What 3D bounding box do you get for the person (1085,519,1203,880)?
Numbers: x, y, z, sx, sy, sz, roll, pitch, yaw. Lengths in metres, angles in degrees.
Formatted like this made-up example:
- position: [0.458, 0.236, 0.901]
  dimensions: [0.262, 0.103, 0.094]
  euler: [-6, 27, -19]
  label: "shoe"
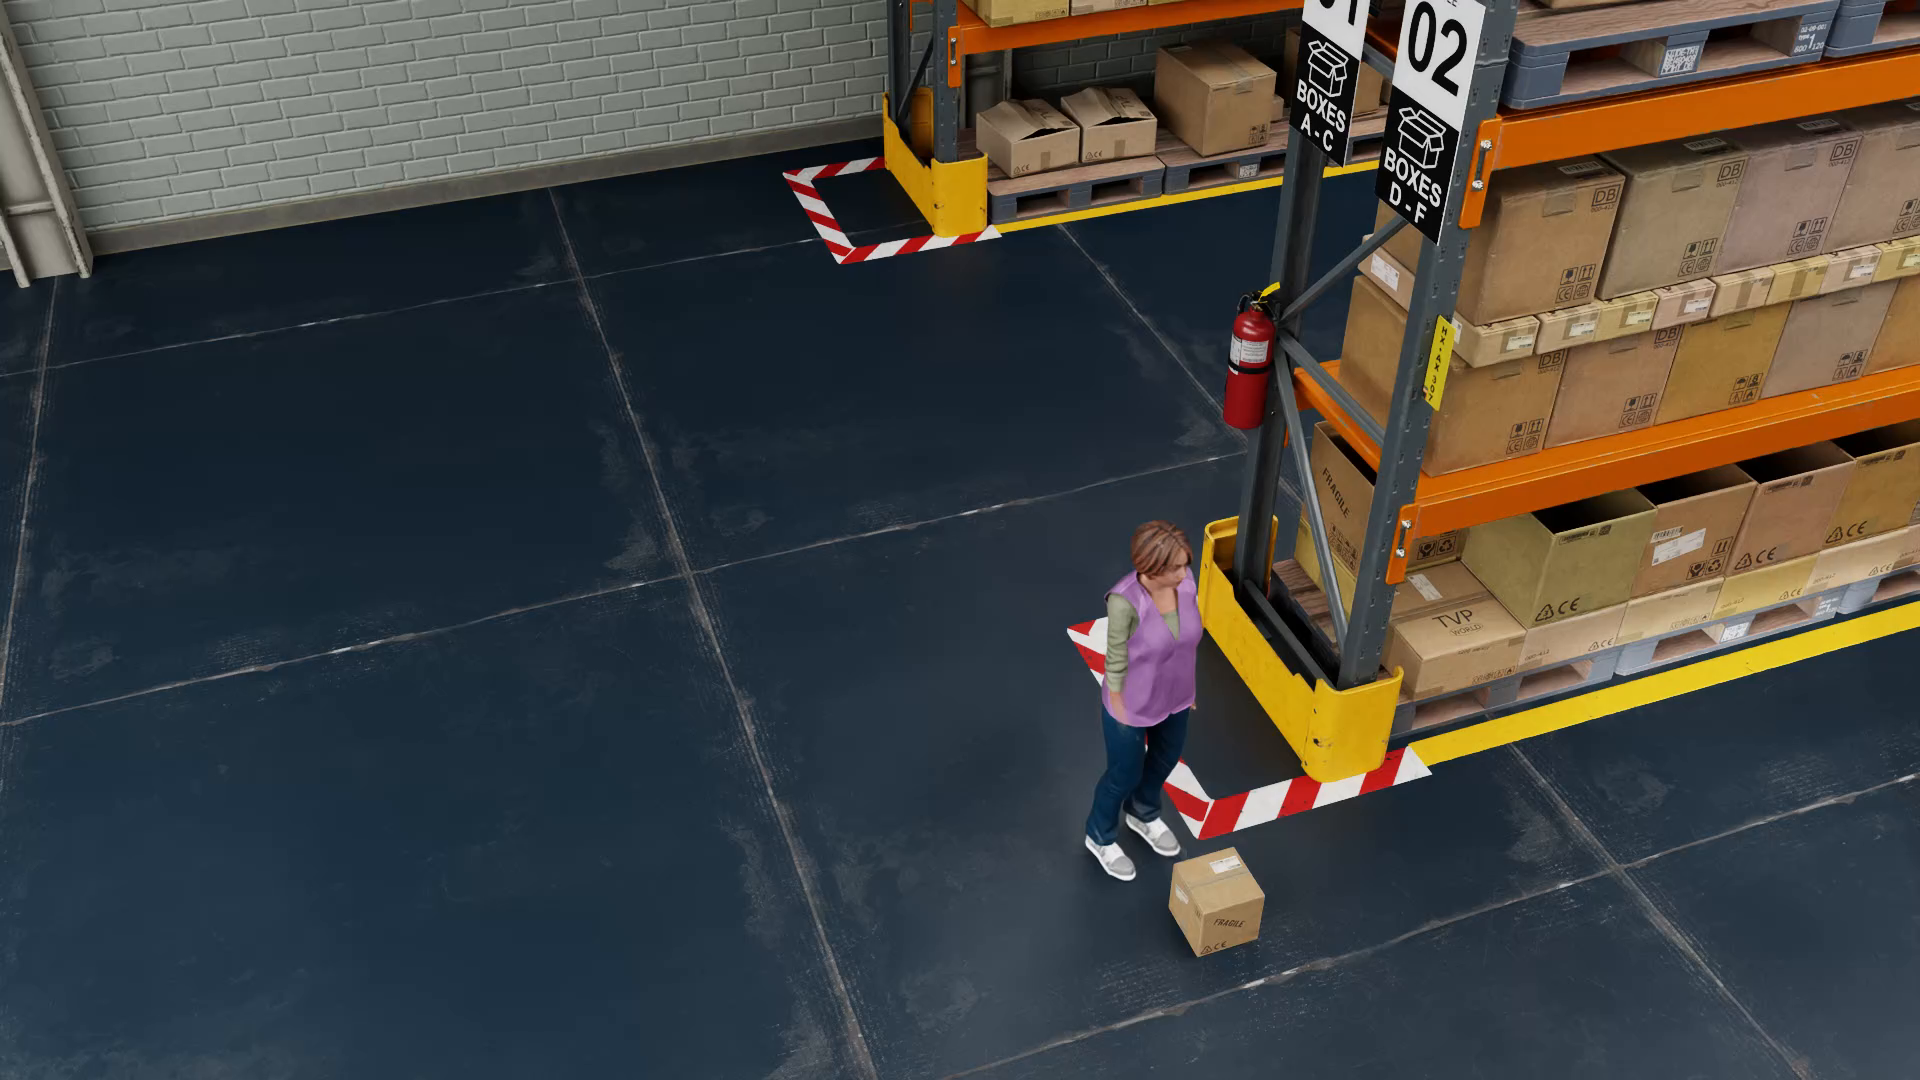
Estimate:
- position: [0.690, 0.576, 6.065]
  dimensions: [0.407, 1.596, 0.309]
  euler: [-24, 44, -27]
  label: "person"
